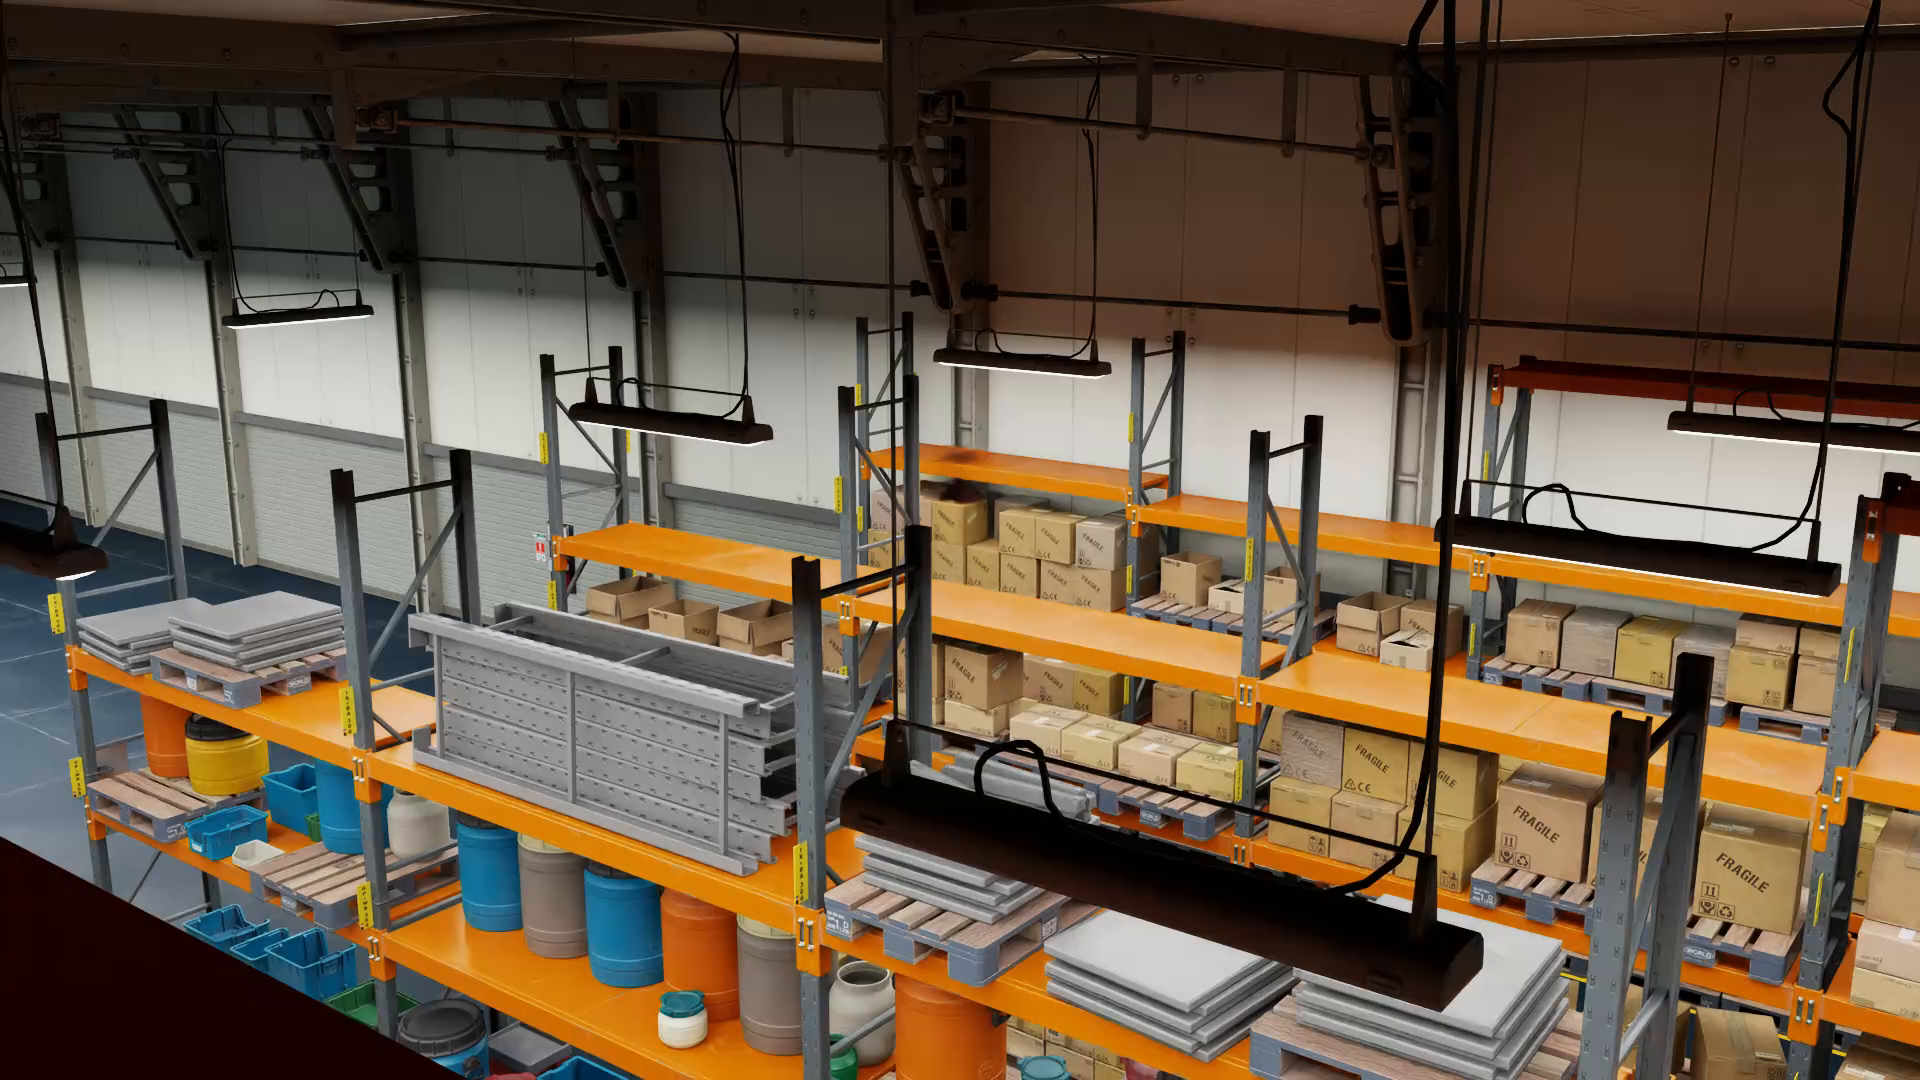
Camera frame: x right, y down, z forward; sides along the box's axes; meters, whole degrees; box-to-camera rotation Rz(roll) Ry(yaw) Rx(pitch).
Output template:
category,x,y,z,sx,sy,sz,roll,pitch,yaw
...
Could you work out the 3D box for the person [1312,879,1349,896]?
category,x,y,z,sx,sy,sz,roll,pitch,yaw
person,3.287,3.760,15.315,0.947,1.793,0.581,10,16,36
